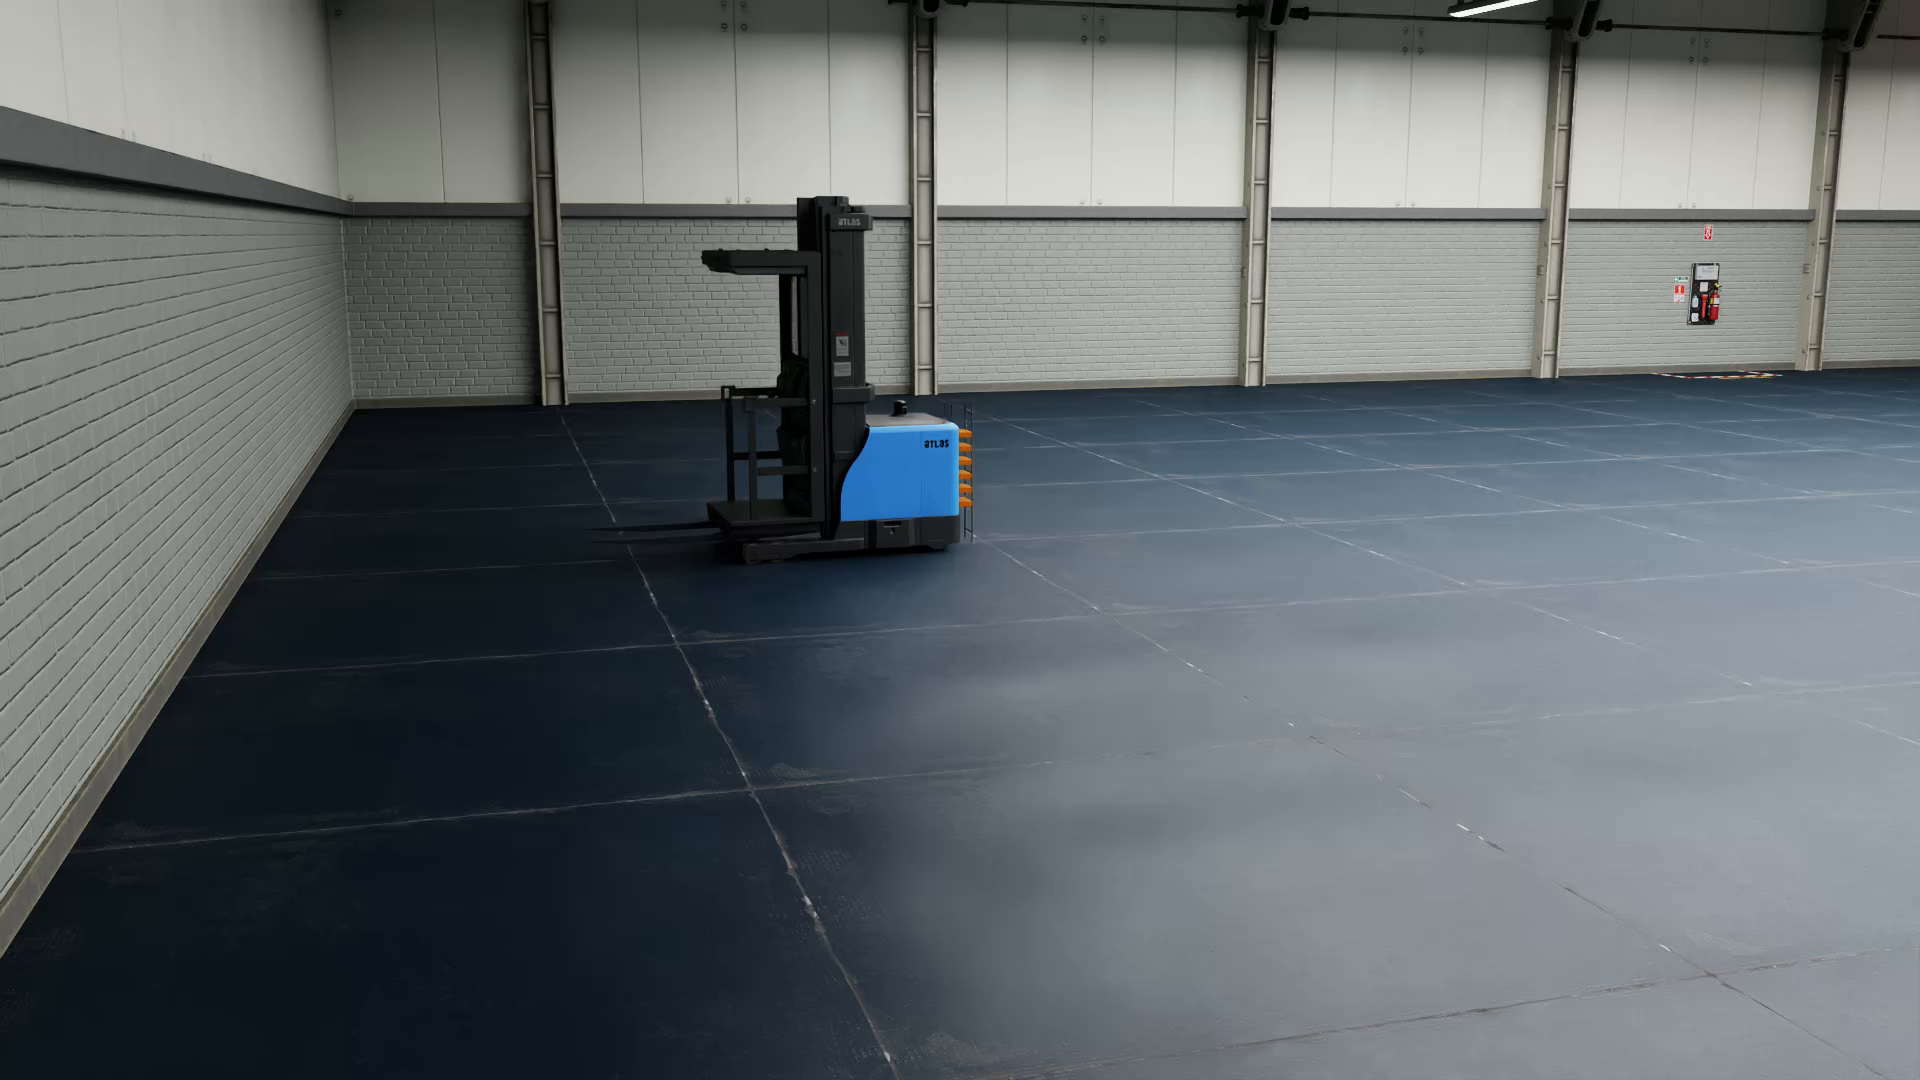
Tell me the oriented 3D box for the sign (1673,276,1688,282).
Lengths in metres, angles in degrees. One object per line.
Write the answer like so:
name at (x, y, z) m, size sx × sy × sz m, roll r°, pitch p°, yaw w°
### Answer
sign at (13.743, -4.970, 31.696) m, size 0.331 × 0.109 × 0.001 m, roll -3°, pitch 11°, yaw -16°

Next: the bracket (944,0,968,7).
bracket at (-0.106, -8.591, 26.414) m, size 0.430 × 0.232 × 0.235 m, roll -3°, pitch 11°, yaw -16°

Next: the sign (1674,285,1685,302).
sign at (13.736, -4.711, 31.751) m, size 0.234 × 0.329 × 0.001 m, roll -3°, pitch 11°, yaw -16°

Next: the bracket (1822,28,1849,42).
bracket at (16.380, -9.460, 31.134) m, size 0.430 × 0.232 × 0.235 m, roll -3°, pitch 11°, yaw -16°

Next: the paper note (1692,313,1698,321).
paper note at (14.106, -4.273, 31.905) m, size 0.142 × 0.148 × 0.016 m, roll -3°, pitch 11°, yaw -16°

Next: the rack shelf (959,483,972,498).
rack shelf at (-0.014, -0.428, 14.464) m, size 0.180 × 0.103 × 0.258 m, roll -3°, pitch 11°, yaw -16°

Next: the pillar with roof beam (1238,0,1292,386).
pillar with roof beam at (6.360, -6.416, 24.546) m, size 0.548 × 9.000 × 9.100 m, roll -3°, pitch 11°, yaw -16°

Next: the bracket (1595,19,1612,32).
bracket at (11.416, -9.198, 29.713) m, size 0.430 × 0.232 × 0.235 m, roll -3°, pitch 11°, yaw -16°

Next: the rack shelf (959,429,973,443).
rack shelf at (-0.014, -0.900, 14.377) m, size 0.180 × 0.103 × 0.258 m, roll -3°, pitch 11°, yaw -16°

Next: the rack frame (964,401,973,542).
rack frame at (0.074, -0.594, 14.459) m, size 0.006 × 1.200 × 0.240 m, roll -3°, pitch 11°, yaw -16°

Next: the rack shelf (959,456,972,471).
rack shelf at (-0.014, -0.664, 14.420) m, size 0.180 × 0.103 × 0.258 m, roll -3°, pitch 11°, yaw -16°

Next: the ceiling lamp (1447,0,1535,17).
ceiling lamp at (7.479, -9.222, 23.666) m, size 0.800 × 3.185 × 2.000 m, roll -3°, pitch 11°, yaw -16°

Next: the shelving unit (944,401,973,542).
shelving unit at (-0.014, -0.589, 14.434) m, size 0.189 × 1.200 × 0.258 m, roll -3°, pitch 11°, yaw -16°

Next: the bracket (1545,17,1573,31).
bracket at (10.619, -9.156, 29.485) m, size 0.430 × 0.232 × 0.235 m, roll -3°, pitch 11°, yaw -16°

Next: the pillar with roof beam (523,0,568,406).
pillar with roof beam at (-5.161, -5.809, 21.247) m, size 0.548 × 9.000 × 9.100 m, roll -3°, pitch 11°, yaw -16°

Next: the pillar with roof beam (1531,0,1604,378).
pillar with roof beam at (12.121, -6.720, 26.195) m, size 0.548 × 9.000 × 9.100 m, roll -3°, pitch 11°, yaw -16°

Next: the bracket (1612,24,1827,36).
bracket at (13.889, -9.328, 30.421) m, size 4.783 × 0.066 × 0.076 m, roll -3°, pitch 11°, yaw -16°

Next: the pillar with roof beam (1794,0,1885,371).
pillar with roof beam at (17.882, -7.024, 27.844) m, size 0.548 × 9.000 × 9.100 m, roll -3°, pitch 11°, yaw -16°

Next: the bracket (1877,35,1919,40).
bracket at (19.650, -9.632, 32.070) m, size 4.783 × 0.066 × 0.076 m, roll -3°, pitch 11°, yaw -16°

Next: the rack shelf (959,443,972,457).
rack shelf at (-0.014, -0.782, 14.398) m, size 0.180 × 0.103 × 0.258 m, roll -3°, pitch 11°, yaw -16°

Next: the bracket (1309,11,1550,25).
bracket at (8.129, -9.025, 28.772) m, size 4.783 × 0.066 × 0.076 m, roll -3°, pitch 11°, yaw -16°

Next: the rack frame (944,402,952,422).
rack frame at (-0.102, -0.585, 14.409) m, size 0.006 × 1.200 × 0.240 m, roll -3°, pitch 11°, yaw -16°

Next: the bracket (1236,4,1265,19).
bracket at (4.858, -8.852, 27.835) m, size 0.430 × 0.232 × 0.235 m, roll -3°, pitch 11°, yaw -16°

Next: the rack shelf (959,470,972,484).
rack shelf at (-0.014, -0.546, 14.442) m, size 0.180 × 0.103 × 0.258 m, roll -3°, pitch 11°, yaw -16°

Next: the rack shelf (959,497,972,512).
rack shelf at (-0.014, -0.310, 14.485) m, size 0.180 × 0.103 × 0.258 m, roll -3°, pitch 11°, yaw -16°

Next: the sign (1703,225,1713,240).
sign at (14.260, -5.860, 31.691) m, size 0.199 × 0.298 × 0.001 m, roll -3°, pitch 11°, yaw -16°

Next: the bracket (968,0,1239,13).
bracket at (2.368, -8.721, 27.123) m, size 4.783 × 0.066 × 0.076 m, roll -3°, pitch 11°, yaw -16°

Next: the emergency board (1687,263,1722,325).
emergency board at (14.295, -4.703, 31.809) m, size 0.643 × 1.169 × 0.194 m, roll -3°, pitch 11°, yaw -16°

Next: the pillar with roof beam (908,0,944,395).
pillar with roof beam at (0.599, -6.113, 22.896) m, size 0.548 × 9.000 × 9.100 m, roll -3°, pitch 11°, yaw -16°

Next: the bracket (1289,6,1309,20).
bracket at (5.655, -8.894, 28.064) m, size 0.430 × 0.232 × 0.235 m, roll -3°, pitch 11°, yaw -16°

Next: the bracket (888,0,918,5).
bracket at (-0.903, -8.549, 26.186) m, size 0.430 × 0.232 × 0.235 m, roll -3°, pitch 11°, yaw -16°

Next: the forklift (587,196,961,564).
forklift at (-1.570, -1.351, 13.792) m, size 3.031 × 2.935 × 1.130 m, roll -3°, pitch 11°, yaw -18°
